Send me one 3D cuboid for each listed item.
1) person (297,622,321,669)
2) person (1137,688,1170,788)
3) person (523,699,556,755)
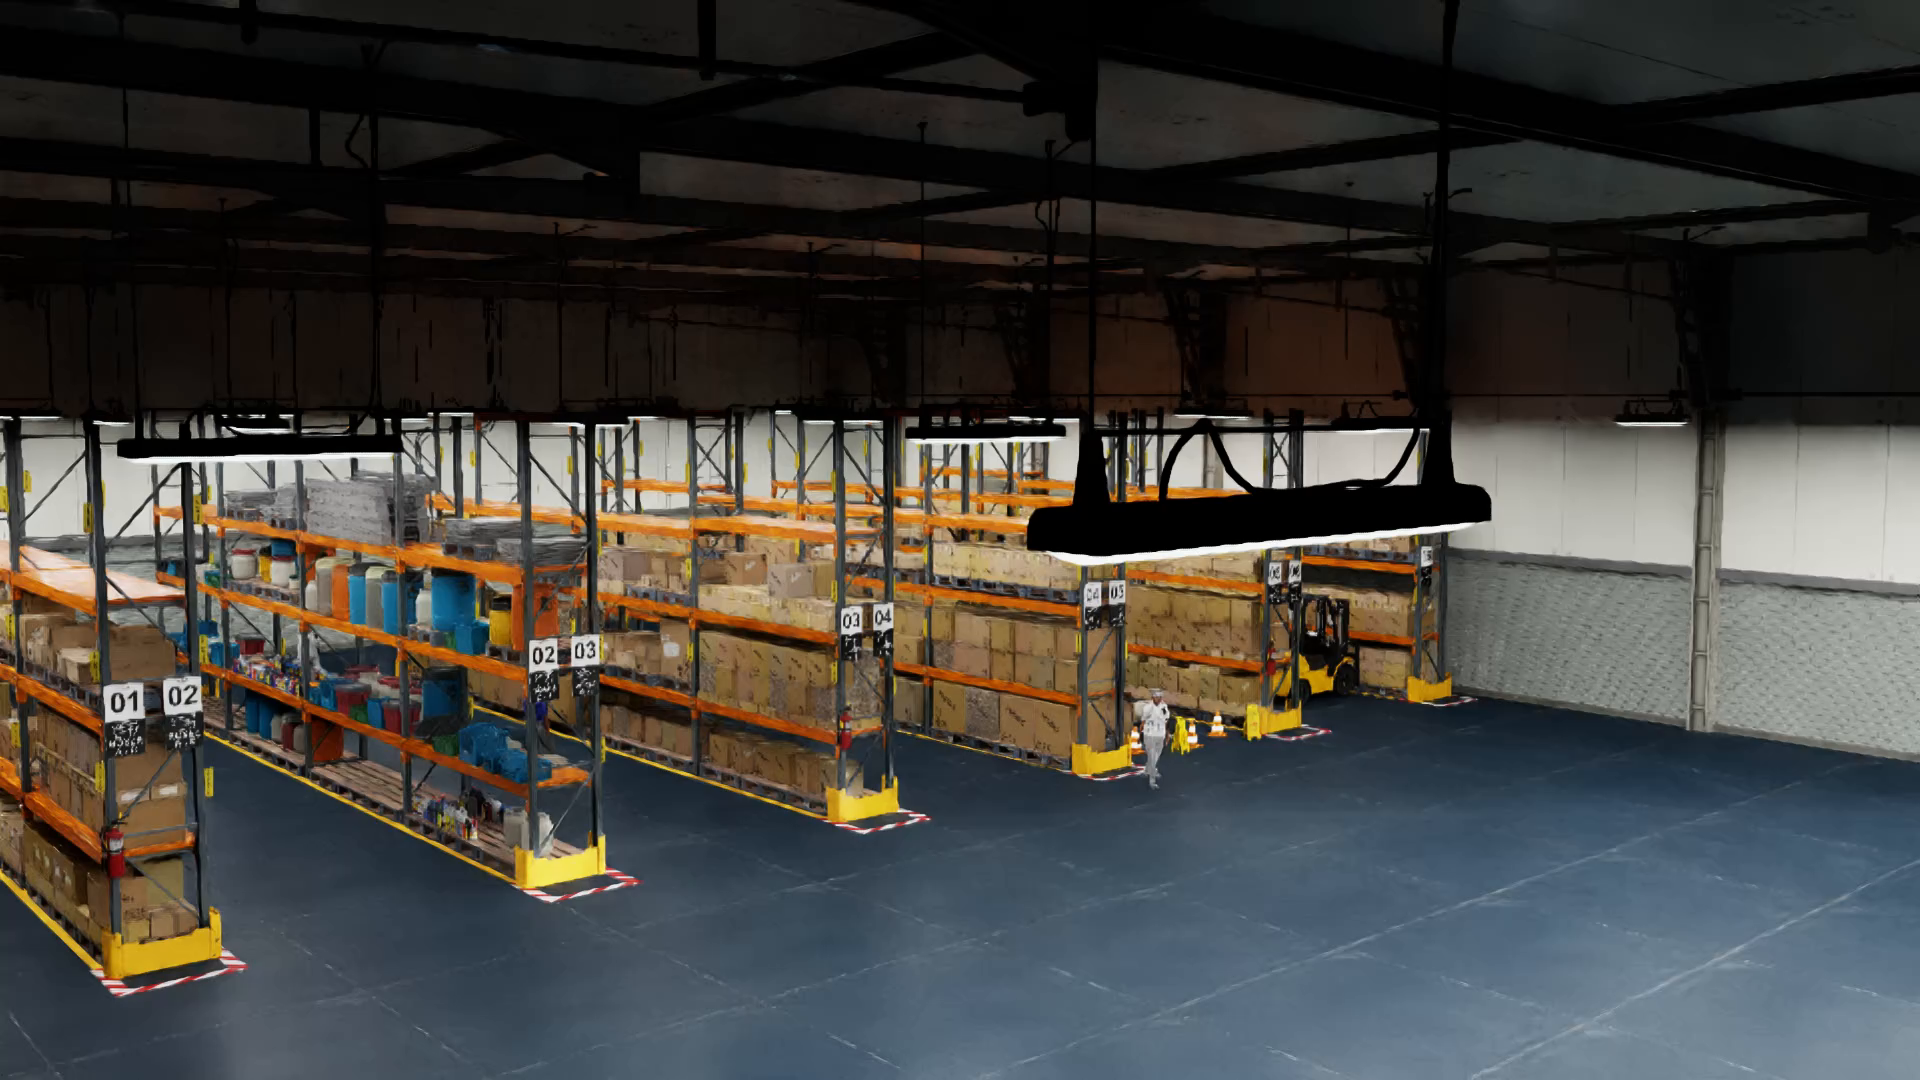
[{"bbox_3d":[-13.729,2.434,35.090,0.496,1.586,1.073,-4,6,-39],"label":"person"},{"bbox_3d":[3.151,3.154,26.979,0.505,1.610,0.939,-2,5,-19],"label":"person"},{"bbox_3d":[-6.885,3.144,27.092,0.508,1.621,0.423,2,5,21],"label":"person"}]
